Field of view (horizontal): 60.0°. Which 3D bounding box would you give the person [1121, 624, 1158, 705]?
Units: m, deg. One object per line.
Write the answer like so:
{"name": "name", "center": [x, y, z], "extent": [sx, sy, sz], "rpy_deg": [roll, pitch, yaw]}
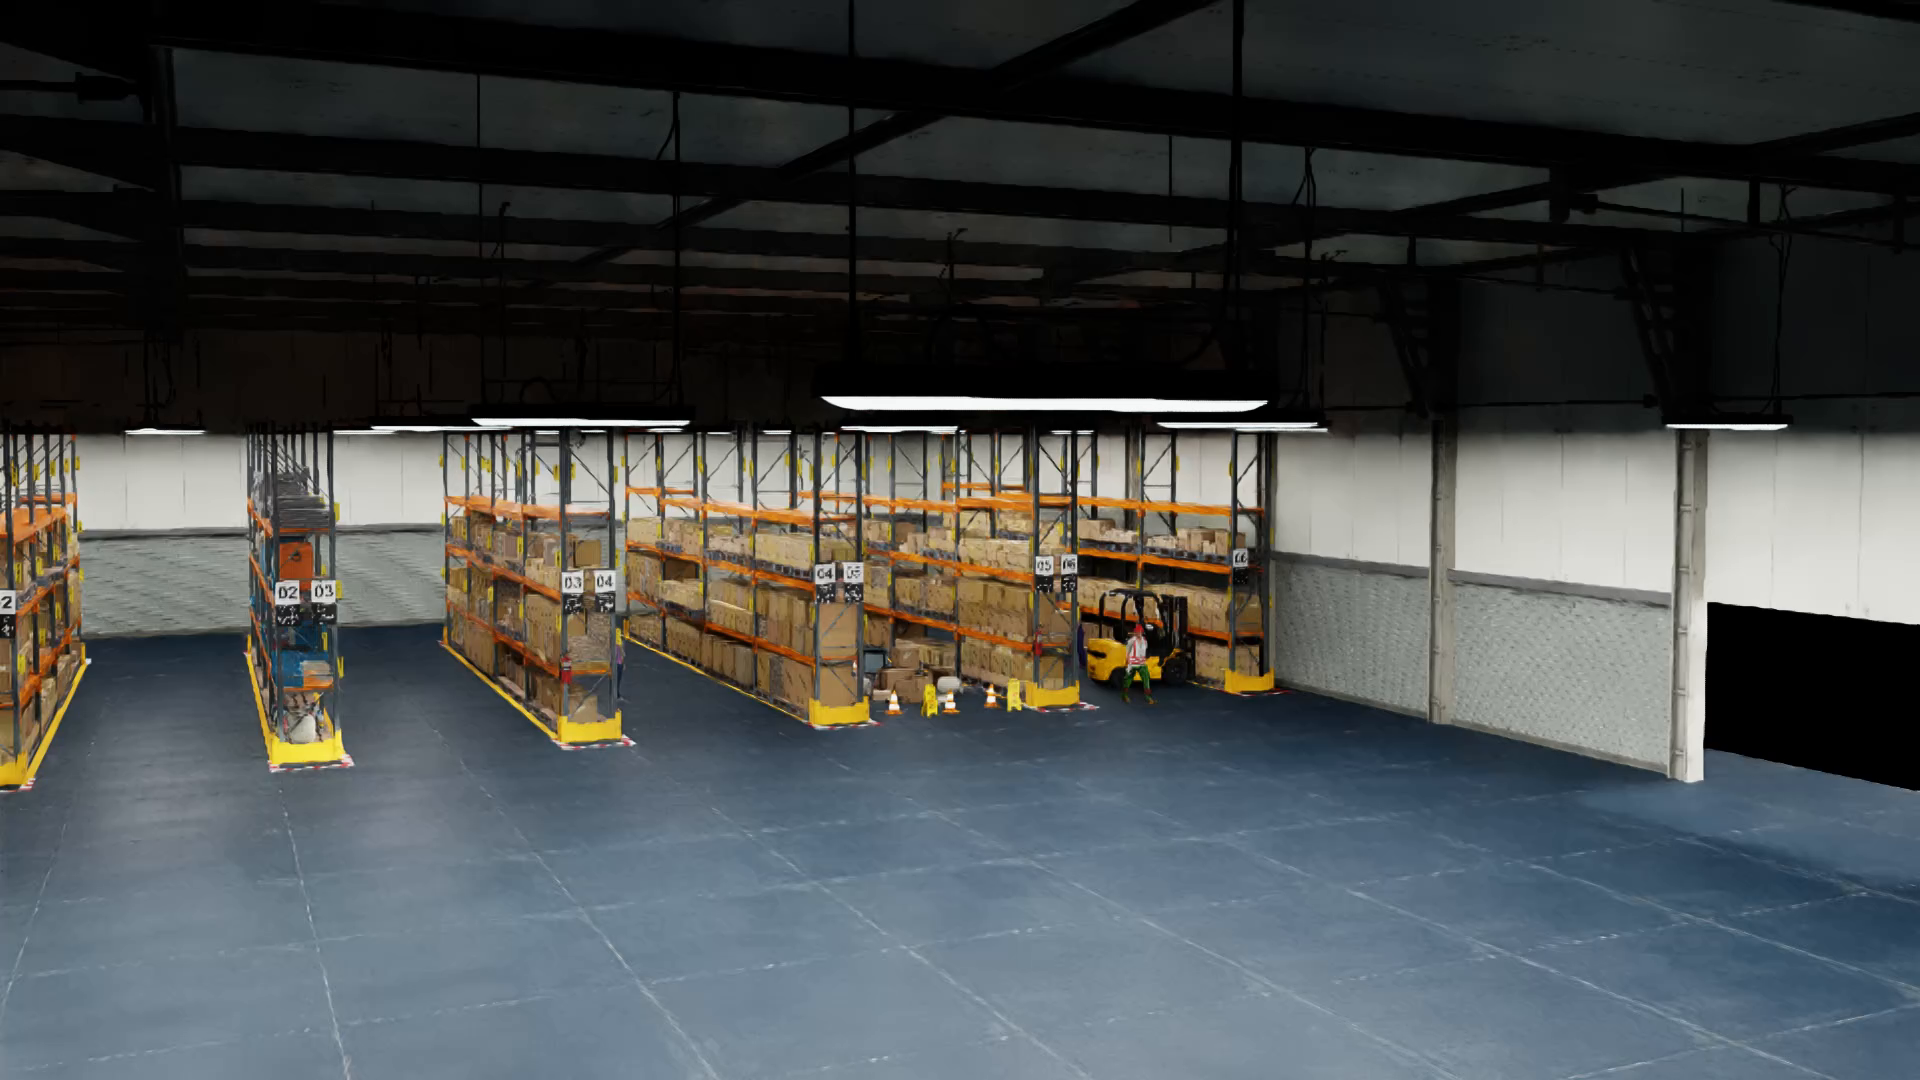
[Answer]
{"name": "person", "center": [3.787, 2.640, 35.413], "extent": [0.553, 1.709, 1.123], "rpy_deg": [-1, 4, -22]}

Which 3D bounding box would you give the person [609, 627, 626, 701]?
{"name": "person", "center": [-7.401, 2.667, 35.917], "extent": [0.468, 1.600, 0.406], "rpy_deg": [3, 4, 35]}

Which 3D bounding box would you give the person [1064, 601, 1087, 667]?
{"name": "person", "center": [2.858, 2.312, 41.250], "extent": [0.556, 1.641, 0.590], "rpy_deg": [0, 4, 2]}

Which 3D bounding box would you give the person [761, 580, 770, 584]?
{"name": "person", "center": [-5.472, 1.958, 46.682], "extent": [0.526, 1.669, 0.565], "rpy_deg": [0, 4, -7]}
